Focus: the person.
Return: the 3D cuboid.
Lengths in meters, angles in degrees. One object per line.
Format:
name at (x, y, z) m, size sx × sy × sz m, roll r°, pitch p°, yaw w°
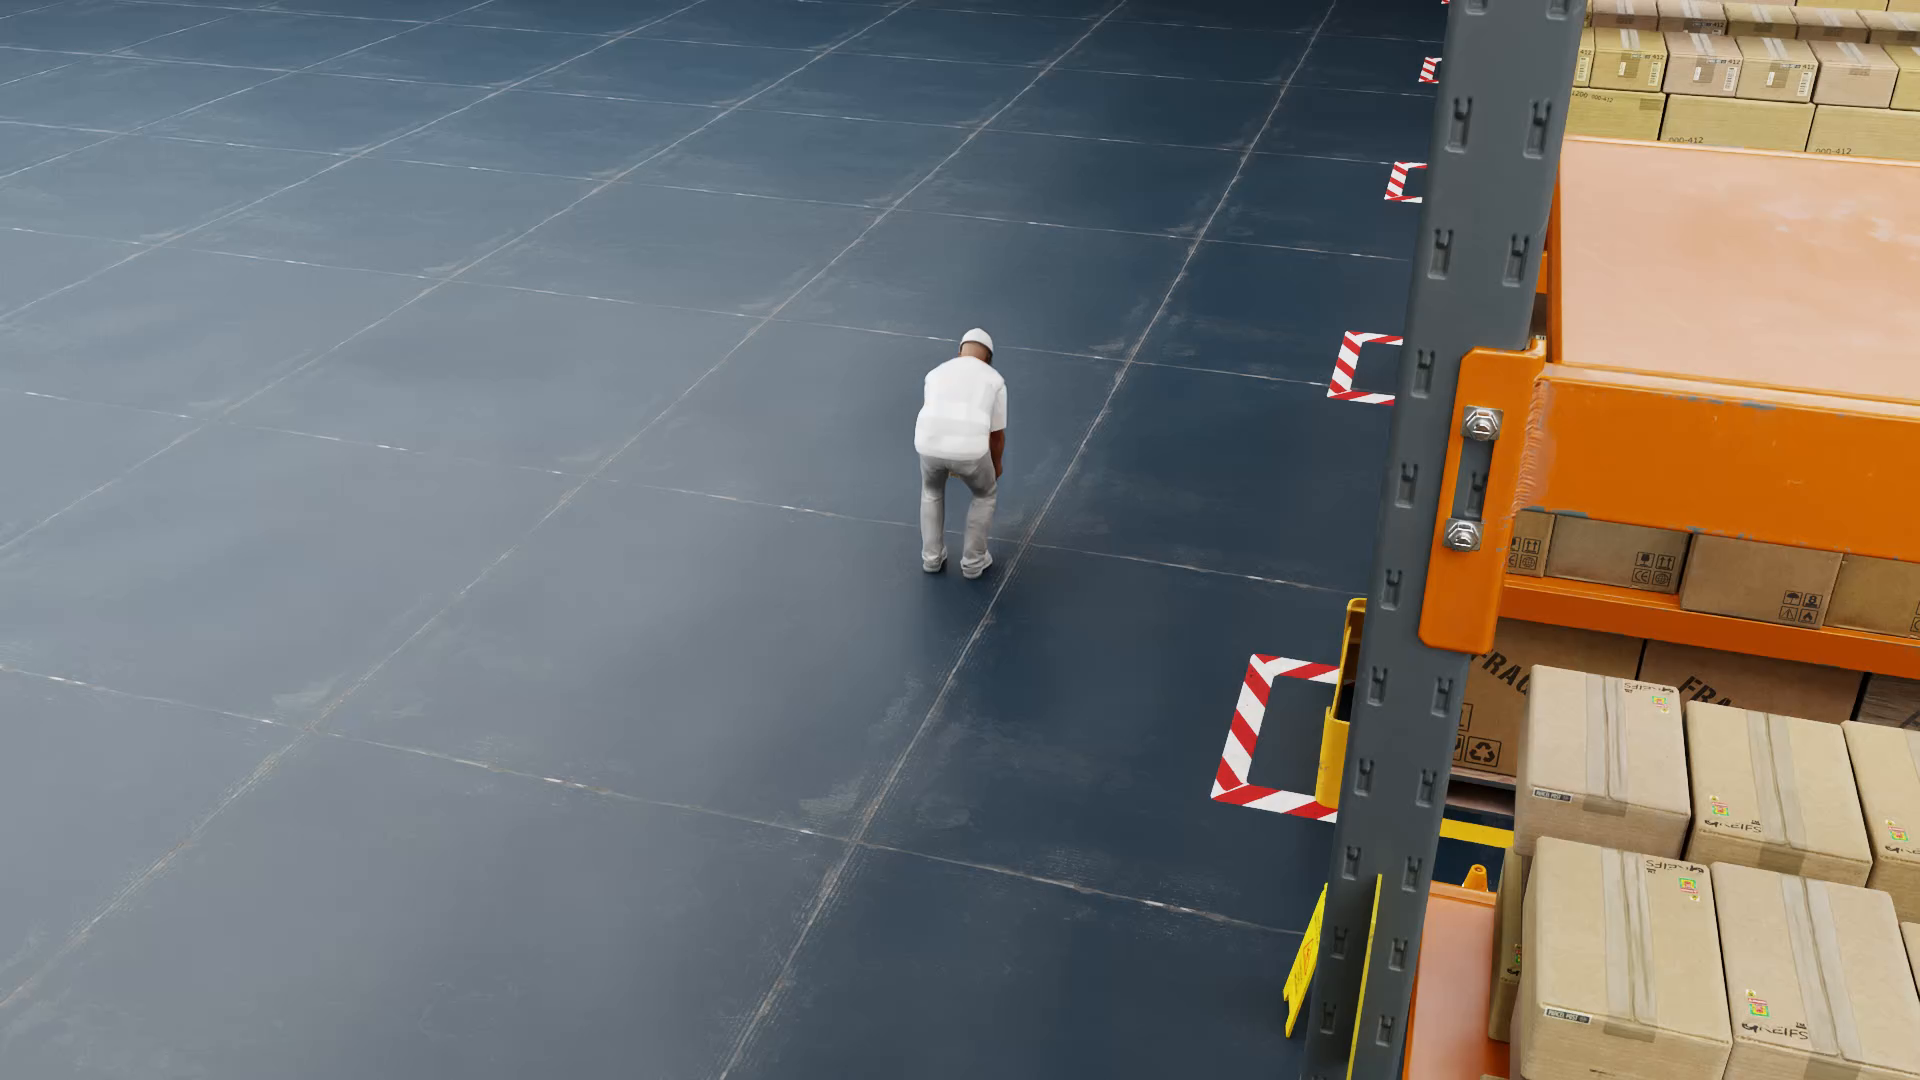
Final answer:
person at (0.012, -0.515, 9.877) m, size 0.494 × 1.311 × 0.923 m, roll 7°, pitch 30°, yaw 13°
